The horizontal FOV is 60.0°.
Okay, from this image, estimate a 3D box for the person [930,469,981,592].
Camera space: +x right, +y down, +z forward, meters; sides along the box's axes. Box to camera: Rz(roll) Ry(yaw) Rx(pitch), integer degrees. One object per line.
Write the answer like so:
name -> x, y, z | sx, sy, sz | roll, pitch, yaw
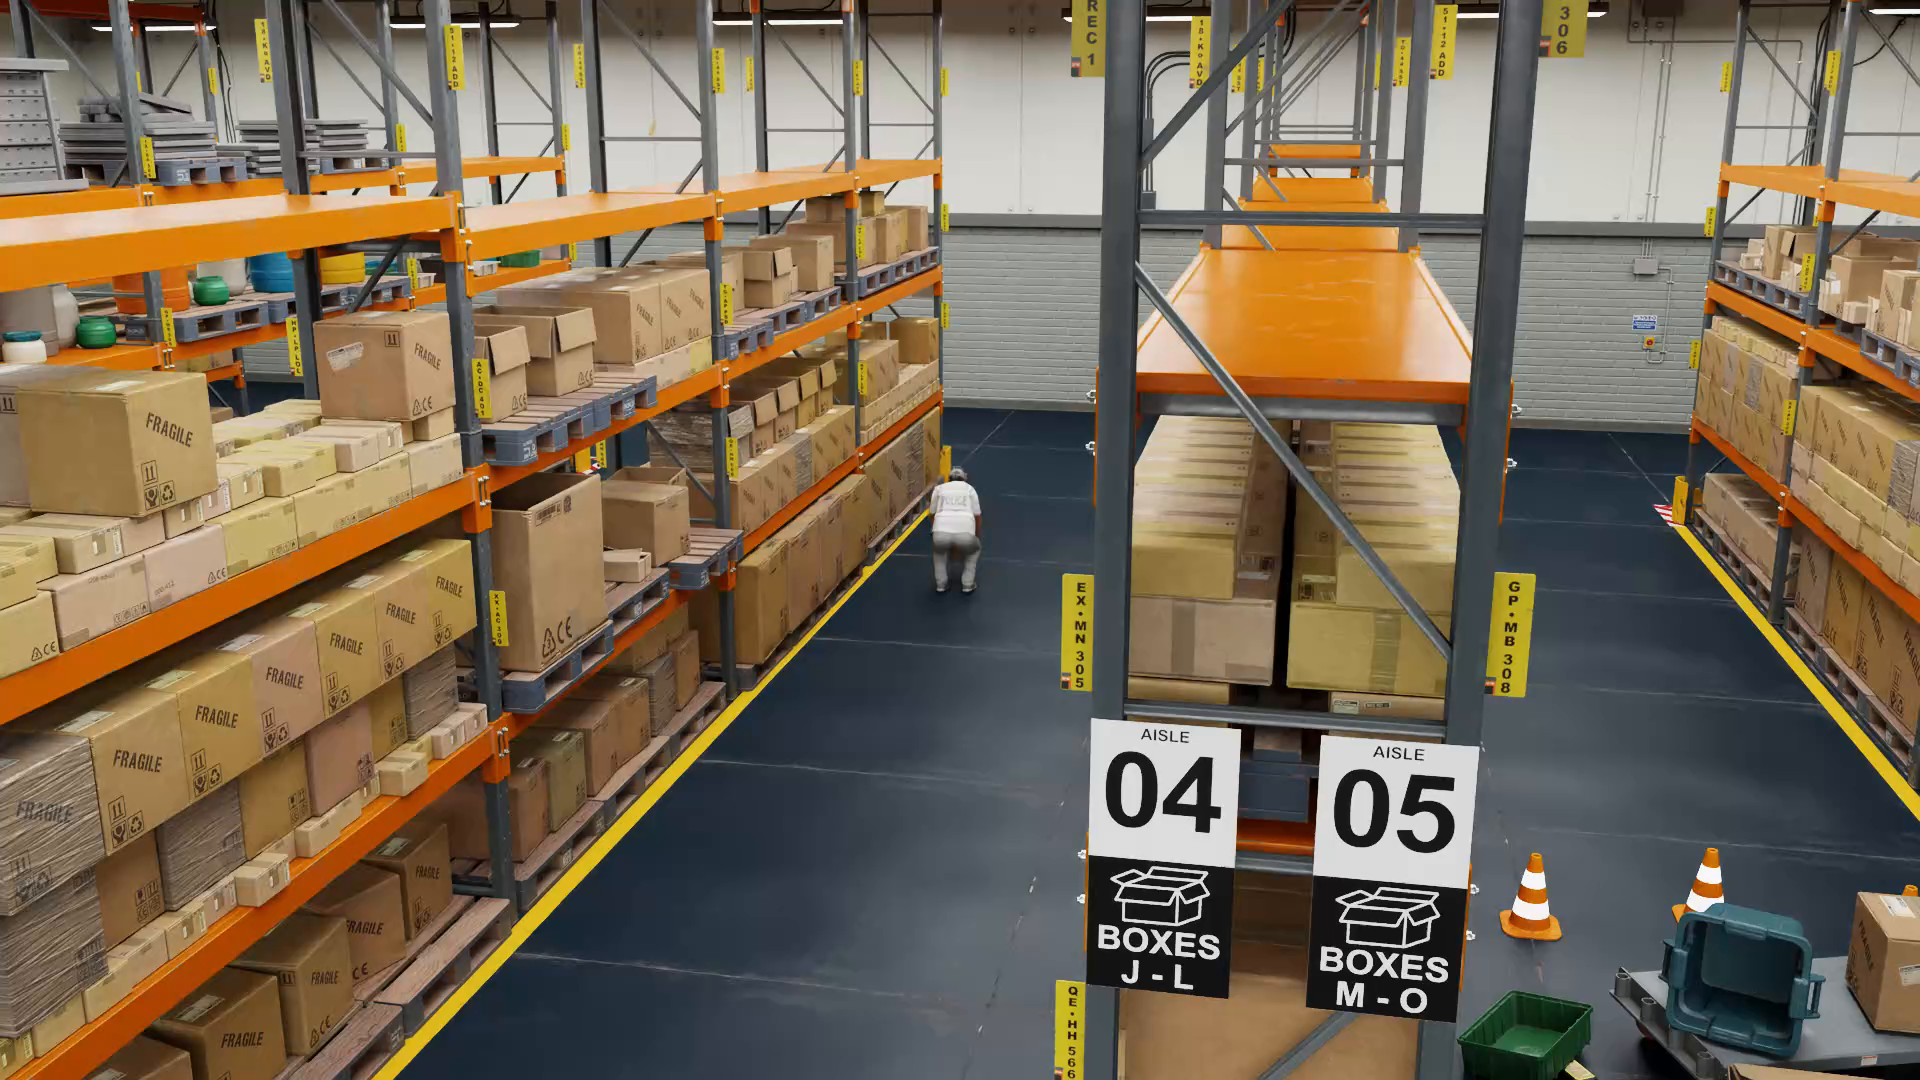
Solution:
person -> -0.065, -0.082, 16.777 | 0.536, 1.184, 0.811 | 2, 15, 9
